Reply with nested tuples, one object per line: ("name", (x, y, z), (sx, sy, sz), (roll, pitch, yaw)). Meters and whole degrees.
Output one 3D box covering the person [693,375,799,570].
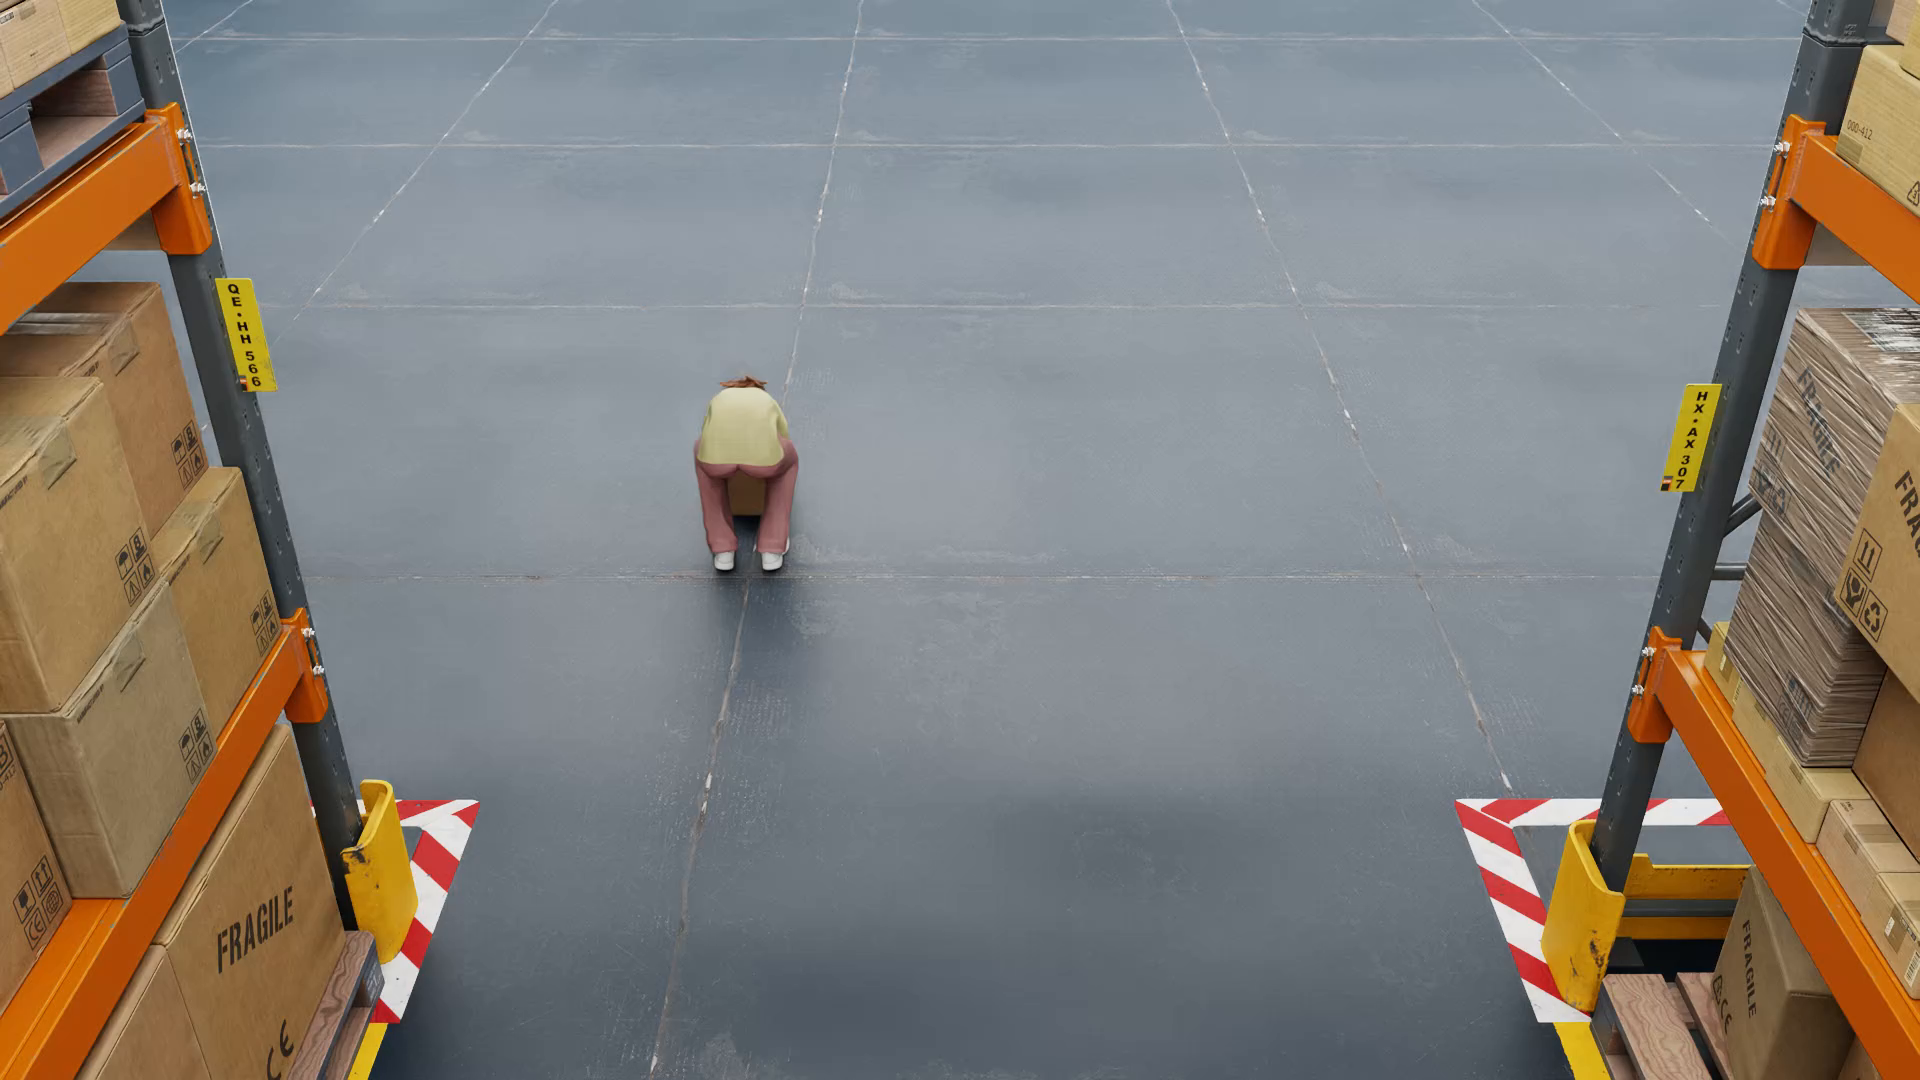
("person", (-0.971, -0.342, 7.542), (0.475, 0.817, 0.860), (-1, 32, -2))
